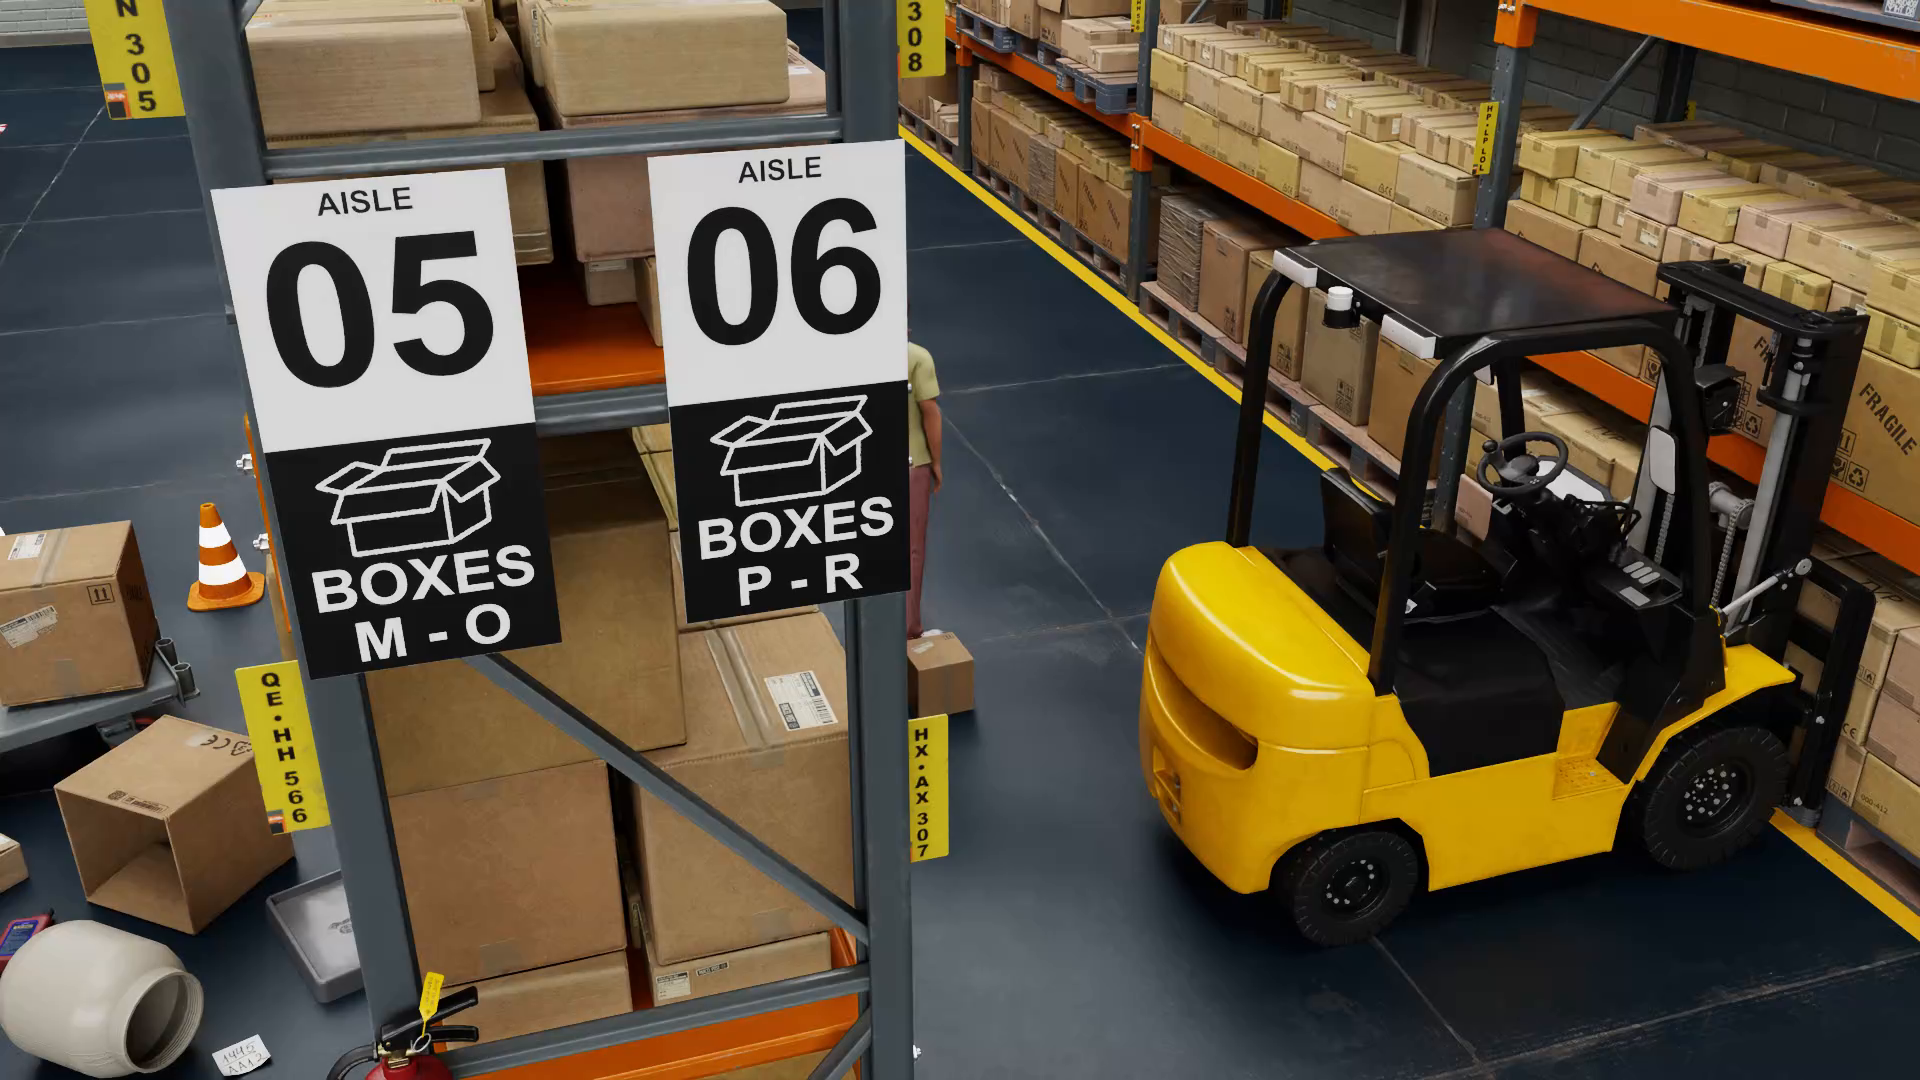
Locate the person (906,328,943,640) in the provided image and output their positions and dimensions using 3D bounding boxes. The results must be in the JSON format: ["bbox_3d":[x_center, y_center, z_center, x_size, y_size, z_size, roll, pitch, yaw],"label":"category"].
[{"bbox_3d":[-0.299,-0.304,7.234,0.479,1.664,0.570,4,27,8],"label":"person"}]
